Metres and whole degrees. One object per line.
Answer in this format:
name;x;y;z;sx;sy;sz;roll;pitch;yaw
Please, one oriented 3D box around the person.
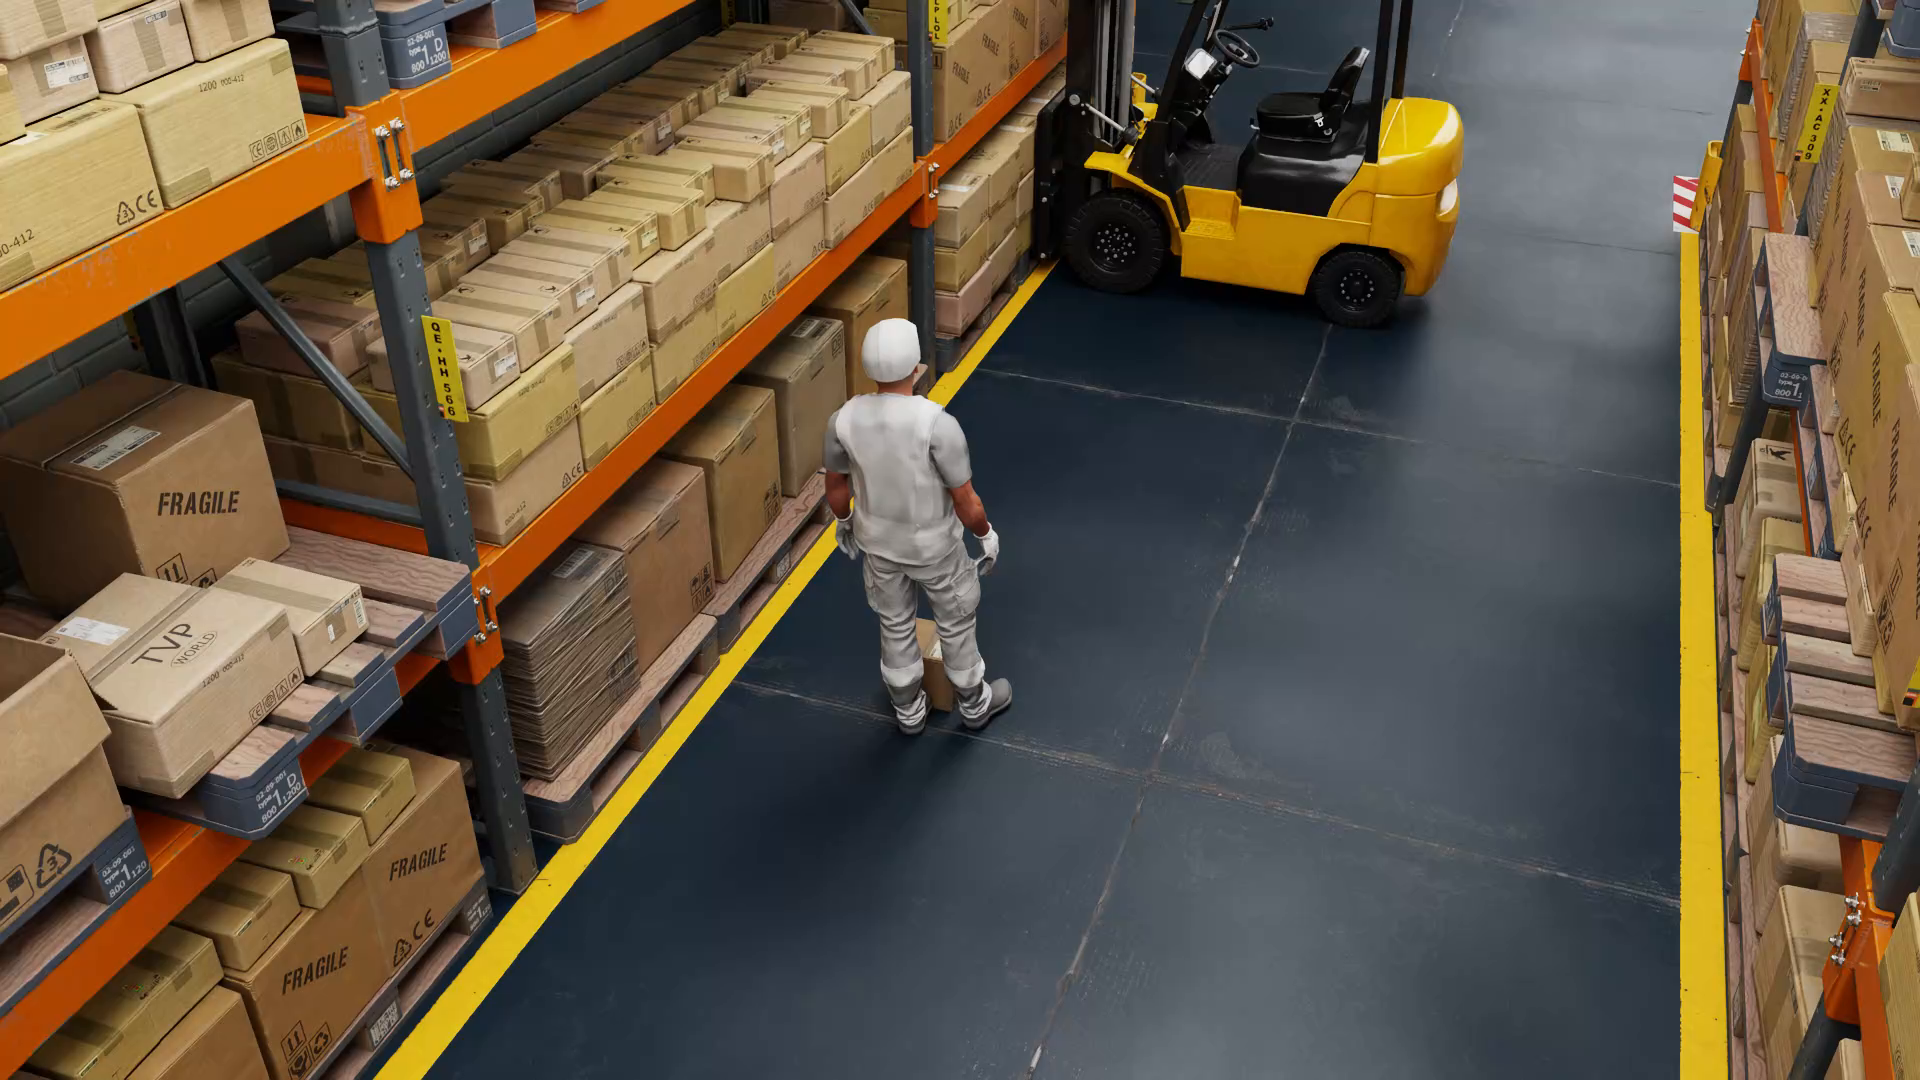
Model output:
person;-0.149;-0.044;6.167;0.637;1.787;0.565;11;35;17
